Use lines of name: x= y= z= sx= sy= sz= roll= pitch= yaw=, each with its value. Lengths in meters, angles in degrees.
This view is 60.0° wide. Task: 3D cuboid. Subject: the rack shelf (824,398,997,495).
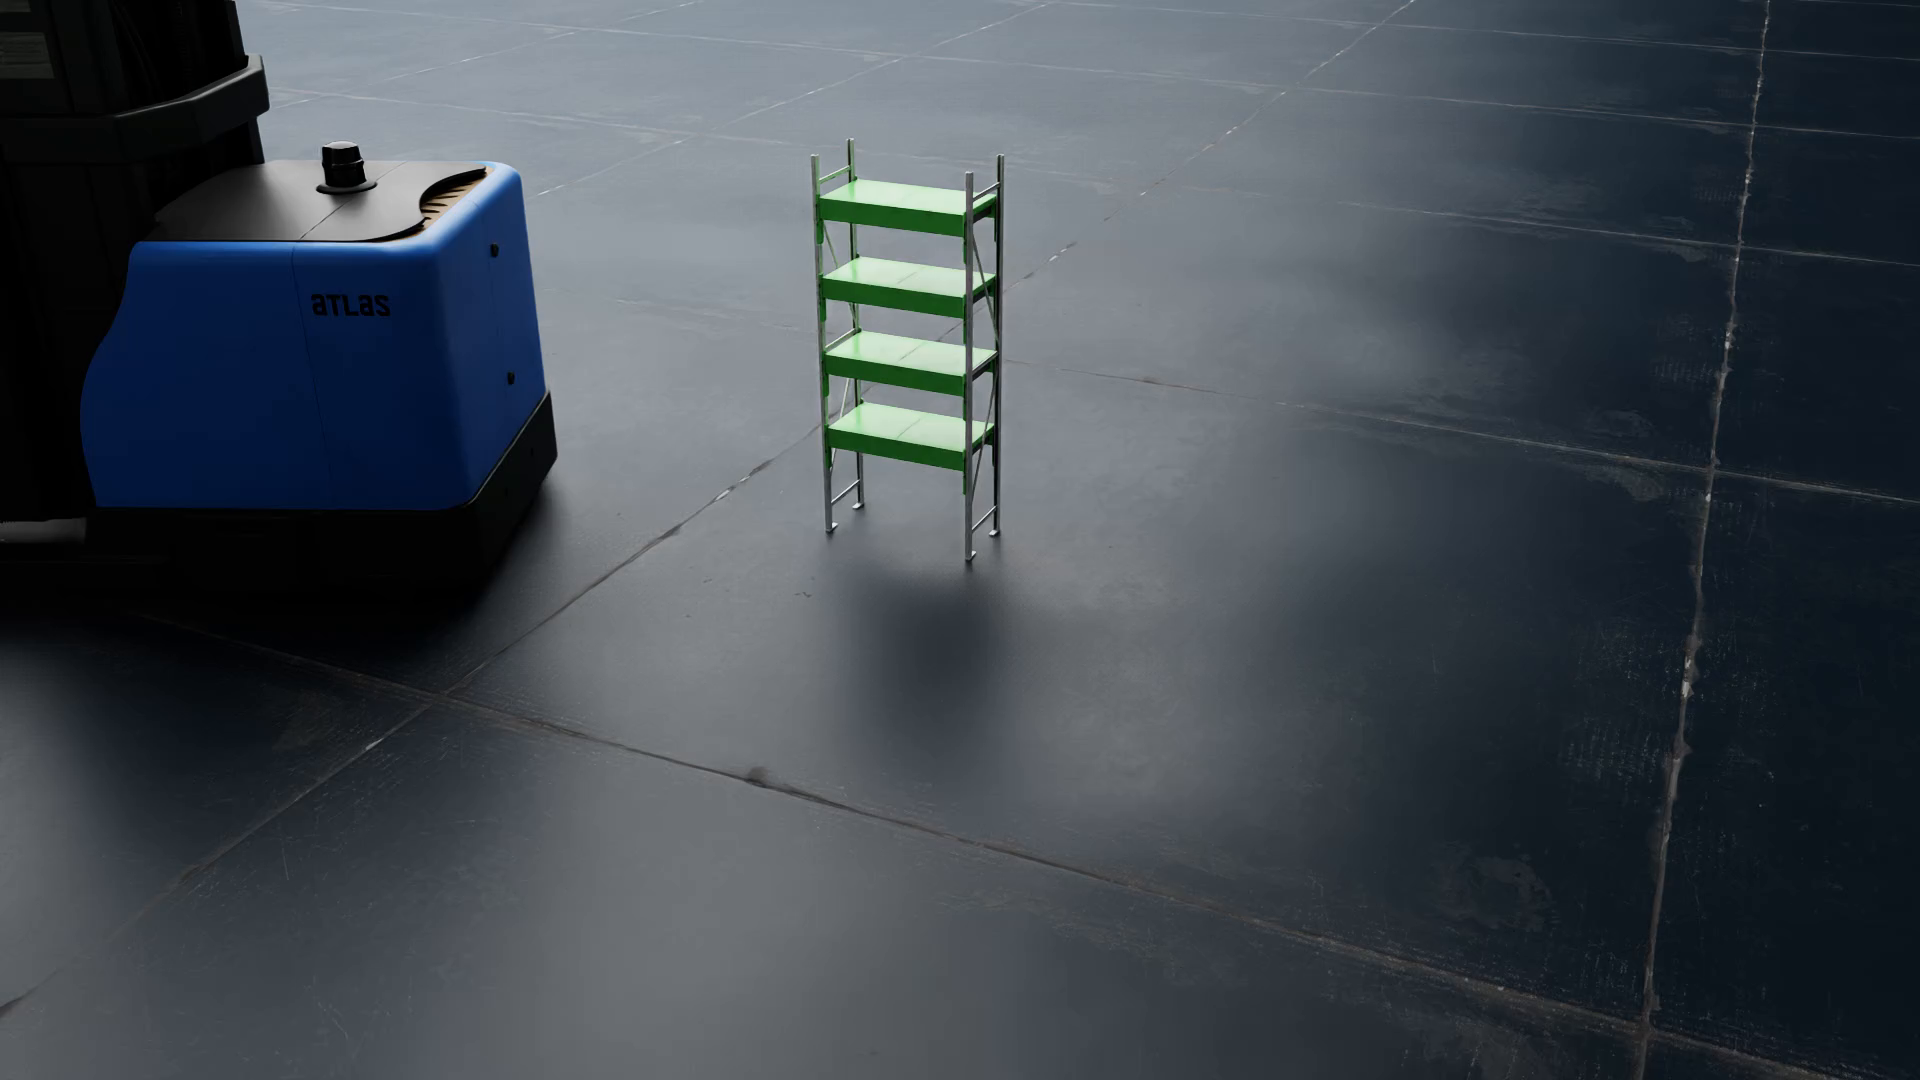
rack shelf: x=-0.151 y=-0.296 z=5.181 sx=0.480 sy=0.148 sz=0.258 roll=11 pitch=28 yaw=22

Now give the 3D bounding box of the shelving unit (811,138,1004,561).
shelving unit: x=-0.151 y=-0.569 z=5.046 sx=0.503 sy=1.200 sz=0.258 roll=11 pitch=28 yaw=22

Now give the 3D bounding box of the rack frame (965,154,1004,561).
rack frame: x=0.071 y=-0.524 z=4.956 sx=0.015 sy=1.200 sz=0.240 roll=11 pitch=28 yaw=22

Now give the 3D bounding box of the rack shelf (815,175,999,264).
rack shelf: x=-0.151 y=-0.942 z=4.863 sx=0.480 sy=0.148 sz=0.258 roll=11 pitch=28 yaw=22

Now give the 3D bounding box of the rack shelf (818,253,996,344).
rack shelf: x=-0.151 y=-0.727 z=4.969 sx=0.480 sy=0.148 sz=0.258 roll=11 pitch=28 yaw=22

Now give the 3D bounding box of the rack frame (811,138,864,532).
rack frame: x=-0.373 y=-0.613 z=5.137 sx=0.015 sy=1.200 sz=0.240 roll=11 pitch=28 yaw=22

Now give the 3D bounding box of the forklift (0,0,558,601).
forklift: x=-2.895 y=-1.360 z=4.695 sx=3.031 sy=2.935 sz=1.130 roll=1 pitch=26 yaw=1

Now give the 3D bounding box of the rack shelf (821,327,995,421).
rack shelf: x=-0.151 y=-0.511 z=5.075 sx=0.480 sy=0.148 sz=0.258 roll=11 pitch=28 yaw=22
